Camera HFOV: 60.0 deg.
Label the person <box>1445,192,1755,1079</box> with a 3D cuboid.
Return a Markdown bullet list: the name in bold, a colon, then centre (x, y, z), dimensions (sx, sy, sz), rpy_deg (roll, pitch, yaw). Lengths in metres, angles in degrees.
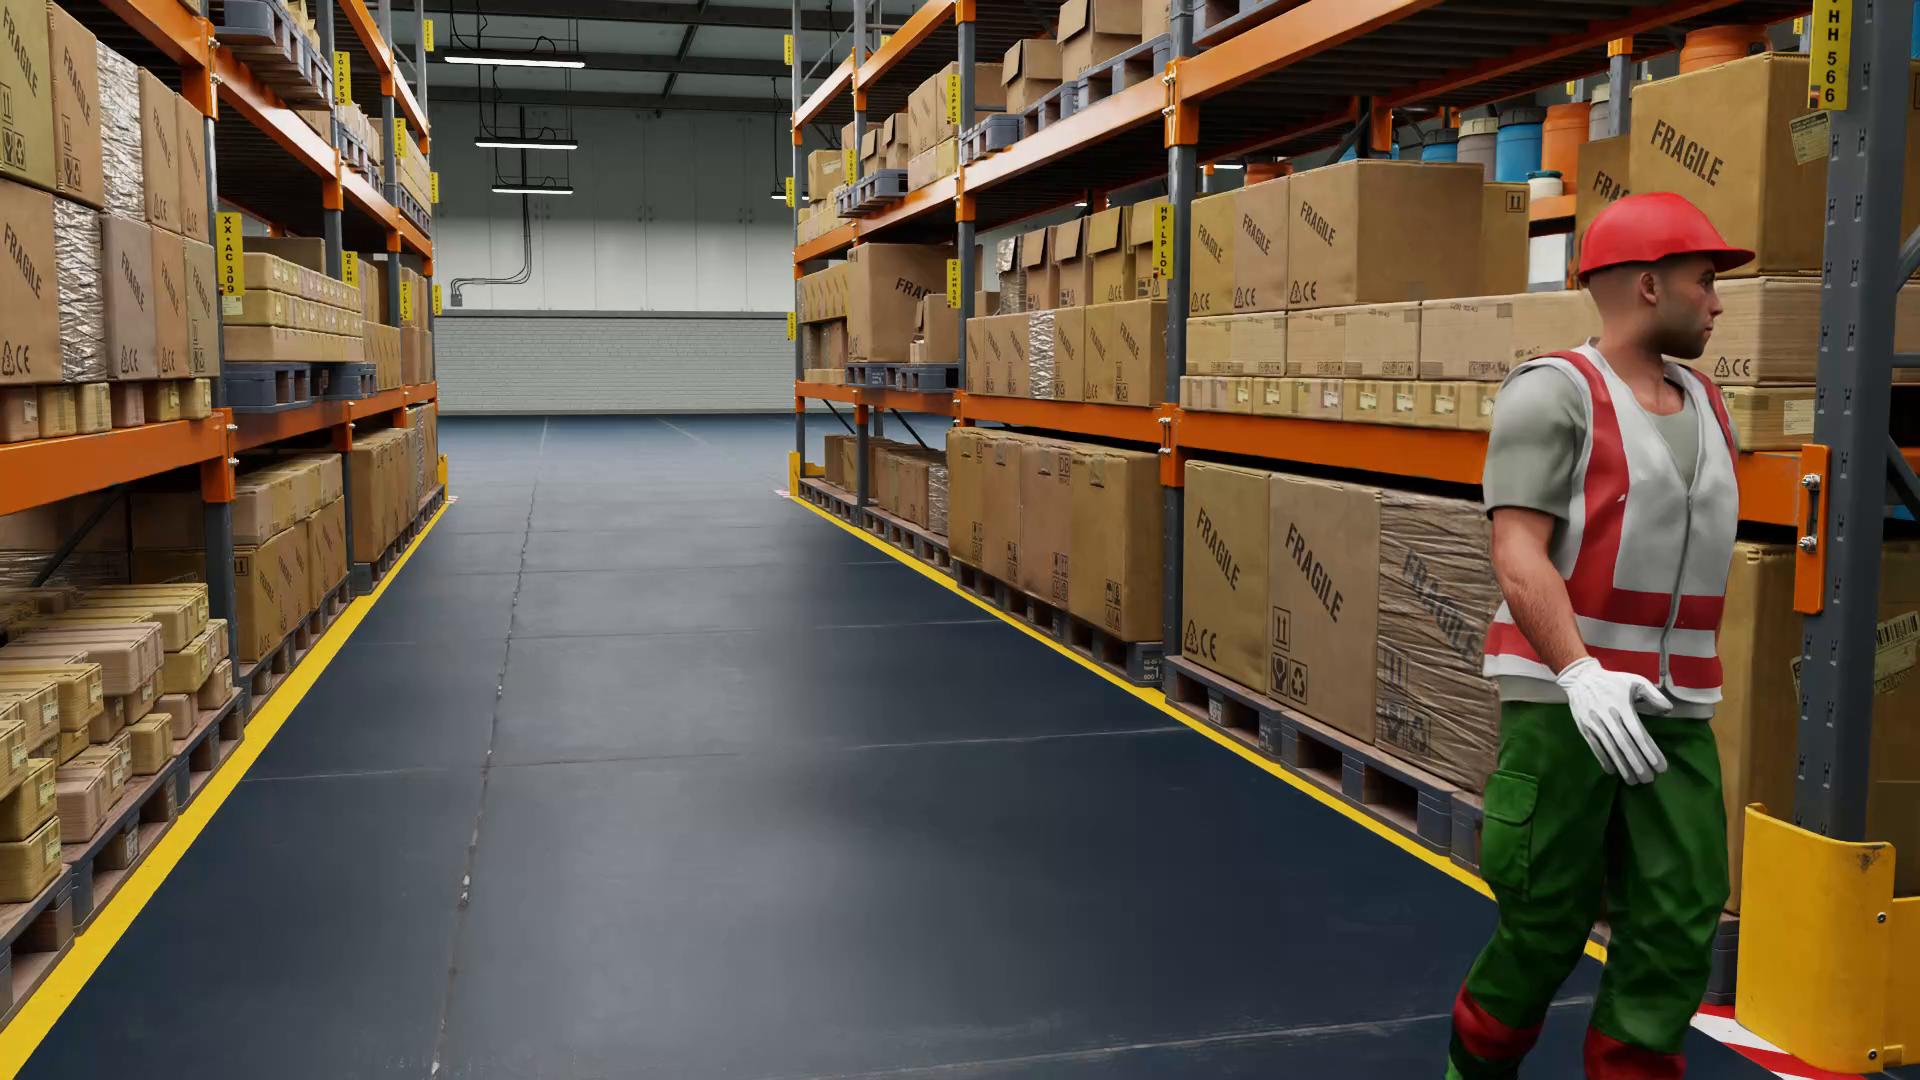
- **person**: centre (1.157, 0.310, 2.805), dimensions (0.566, 1.788, 0.599), rpy_deg (-2, 6, -18)
